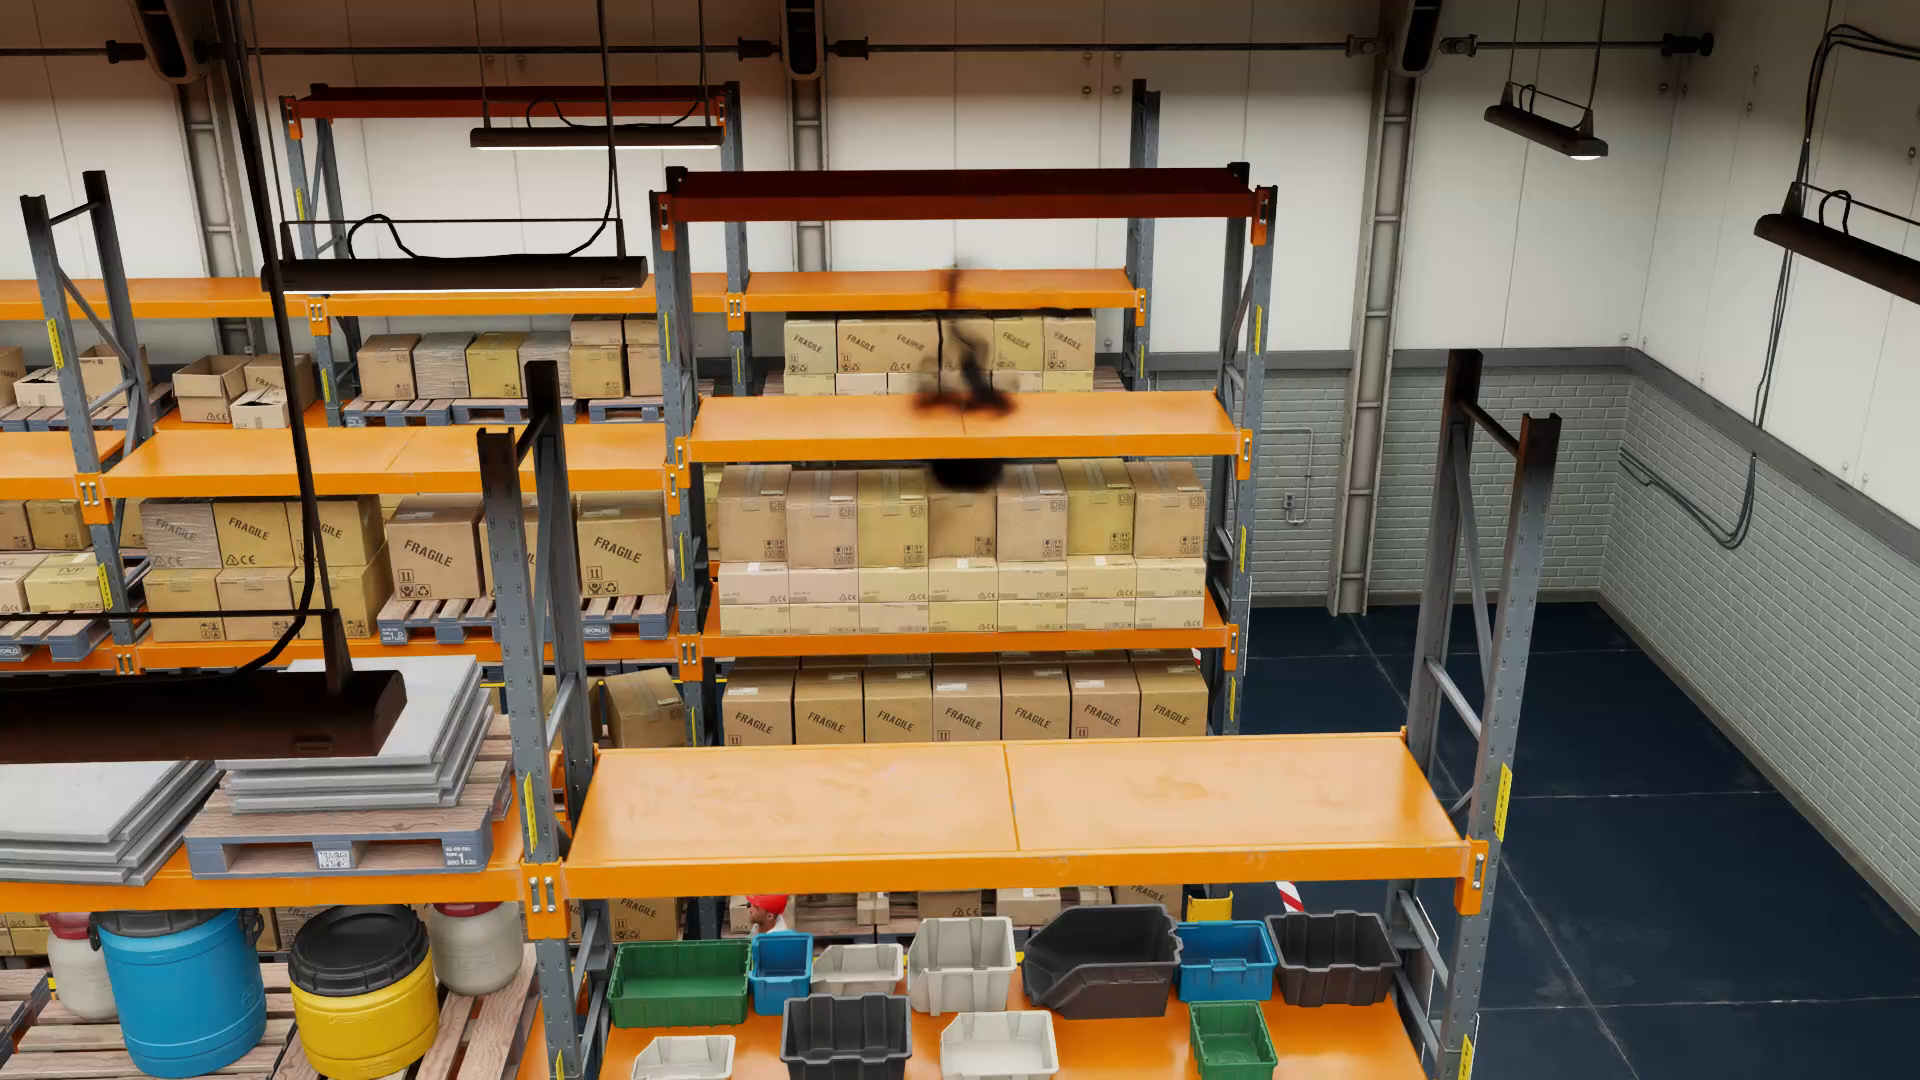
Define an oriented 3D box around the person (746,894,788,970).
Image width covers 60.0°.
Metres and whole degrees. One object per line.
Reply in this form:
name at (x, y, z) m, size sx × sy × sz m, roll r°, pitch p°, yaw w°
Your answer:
person at (-1.274, 3.085, 11.256) m, size 0.600 × 1.737 × 0.658 m, roll -6°, pitch 23°, yaw -15°
